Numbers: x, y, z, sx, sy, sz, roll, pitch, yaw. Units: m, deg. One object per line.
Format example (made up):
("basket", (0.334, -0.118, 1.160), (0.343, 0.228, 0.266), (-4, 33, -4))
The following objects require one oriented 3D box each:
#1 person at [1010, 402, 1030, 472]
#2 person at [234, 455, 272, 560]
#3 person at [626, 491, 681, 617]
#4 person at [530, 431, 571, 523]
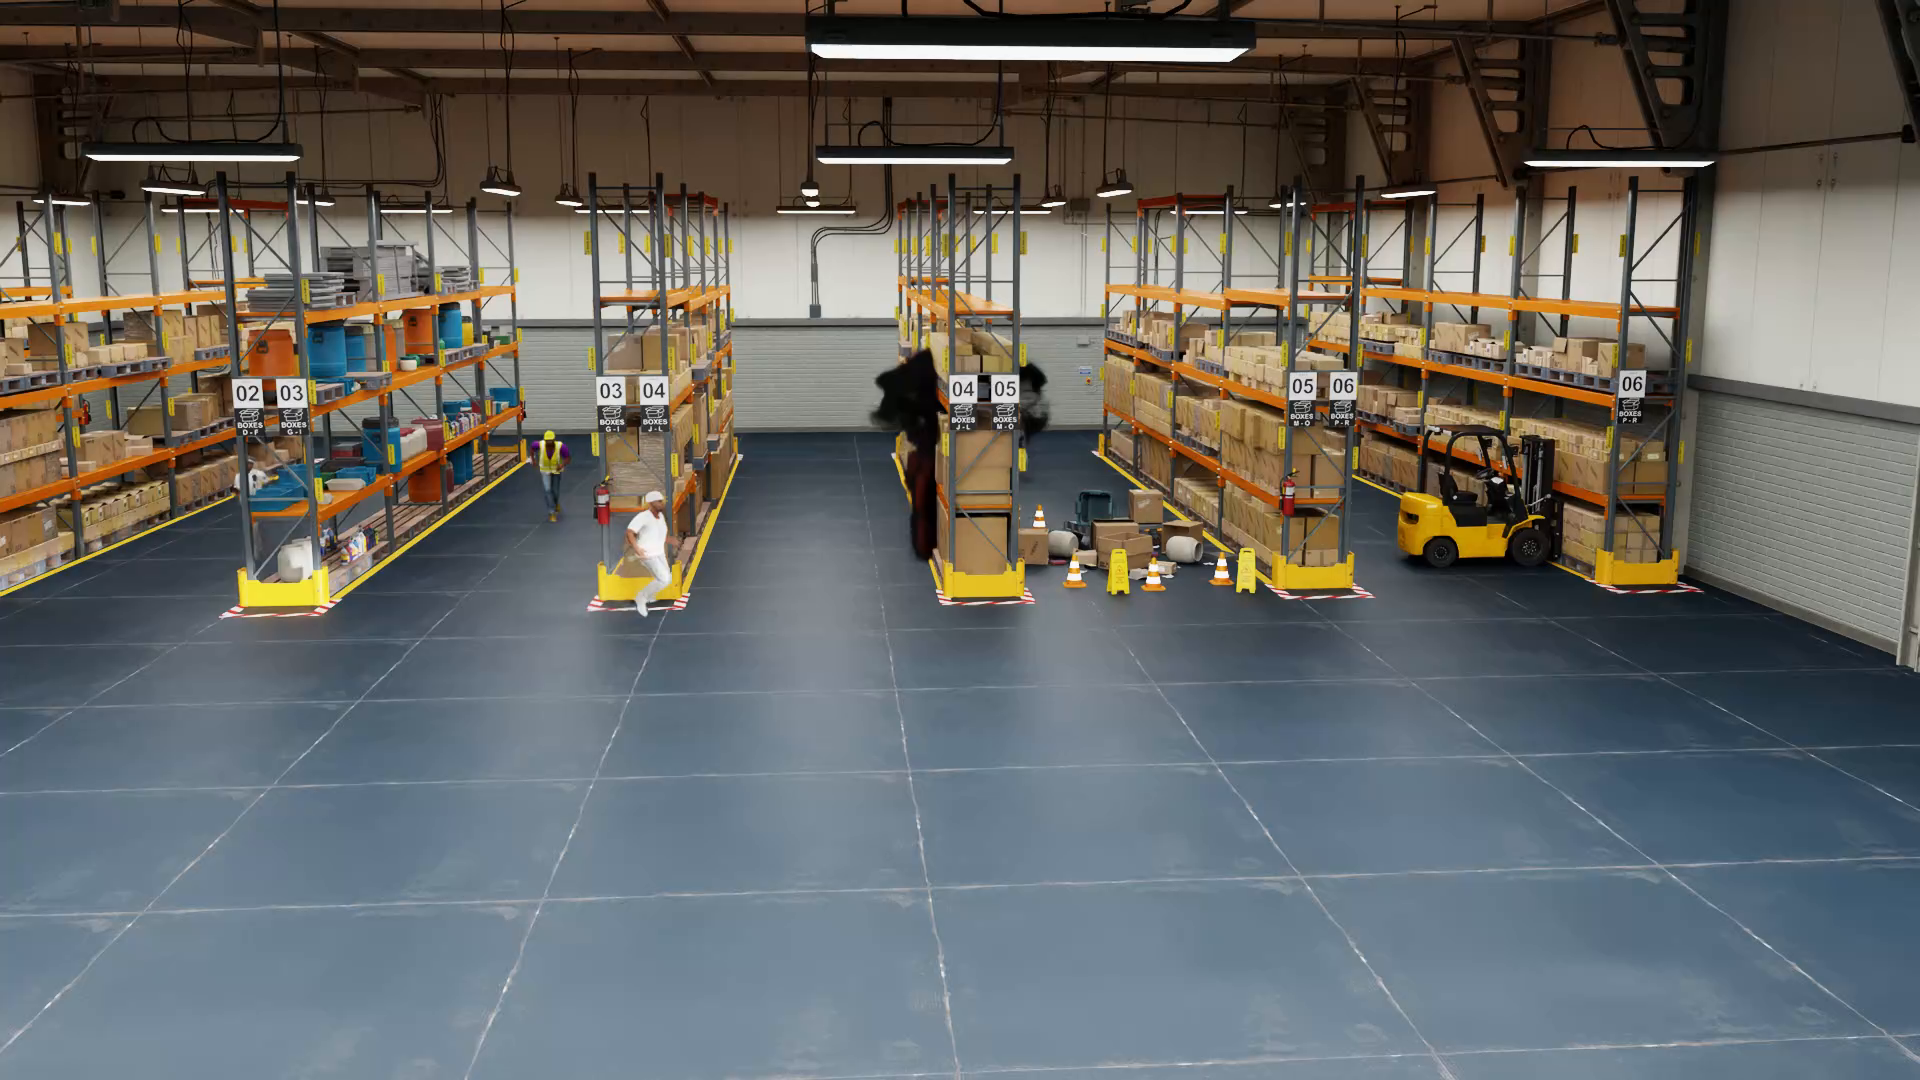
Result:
("person", (1.298, -2.269, 36.868), (0.619, 1.681, 1.024), (-3, 11, -18))
("person", (-11.489, -0.536, 26.980), (0.504, 1.741, 0.767), (1, 10, 3))
("person", (-4.081, 0.178, 22.194), (0.595, 1.677, 0.718), (3, 10, 15))
("person", (-7.583, -1.213, 30.874), (0.746, 1.715, 1.061), (-2, 10, -9))
